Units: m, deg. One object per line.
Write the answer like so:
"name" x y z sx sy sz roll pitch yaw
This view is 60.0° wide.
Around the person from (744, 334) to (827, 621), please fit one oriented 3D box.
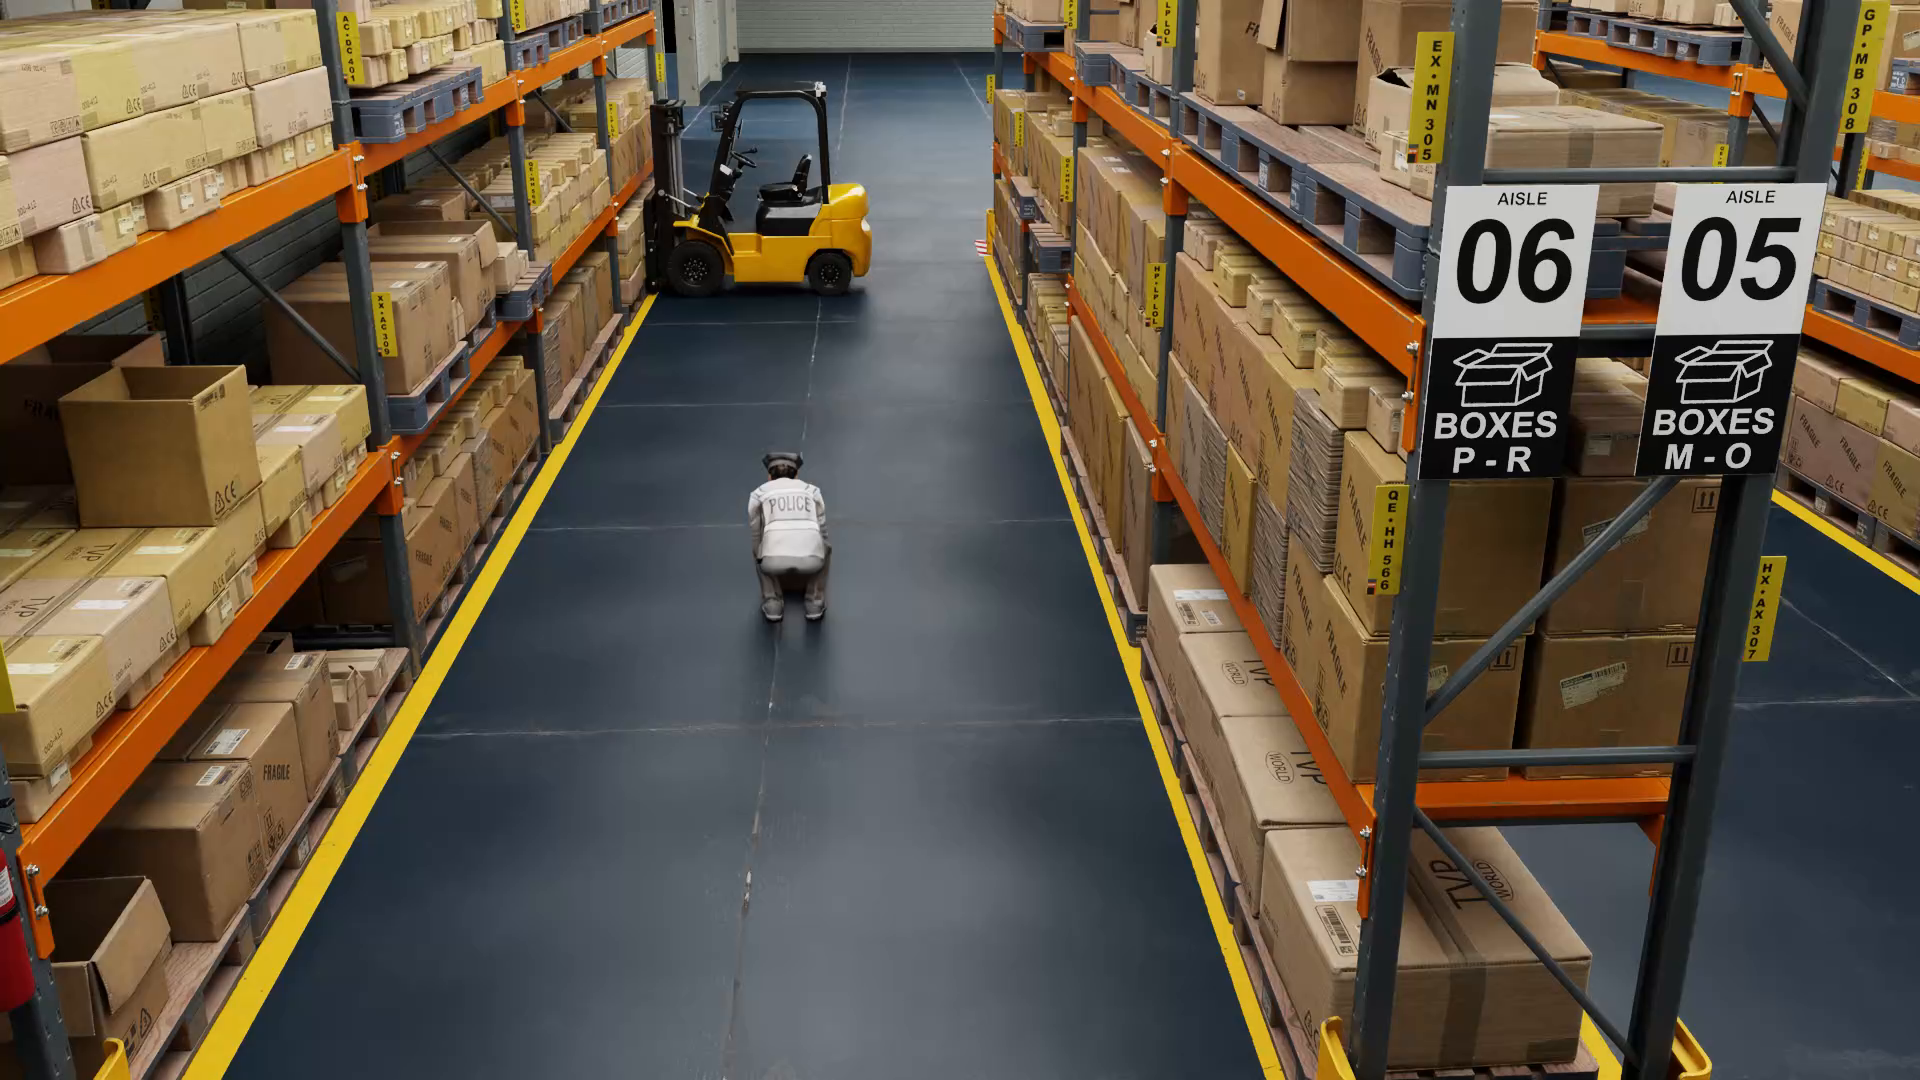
"person" -0.984 -0.372 9.537 0.459 1.686 0.563 -1 21 -2
